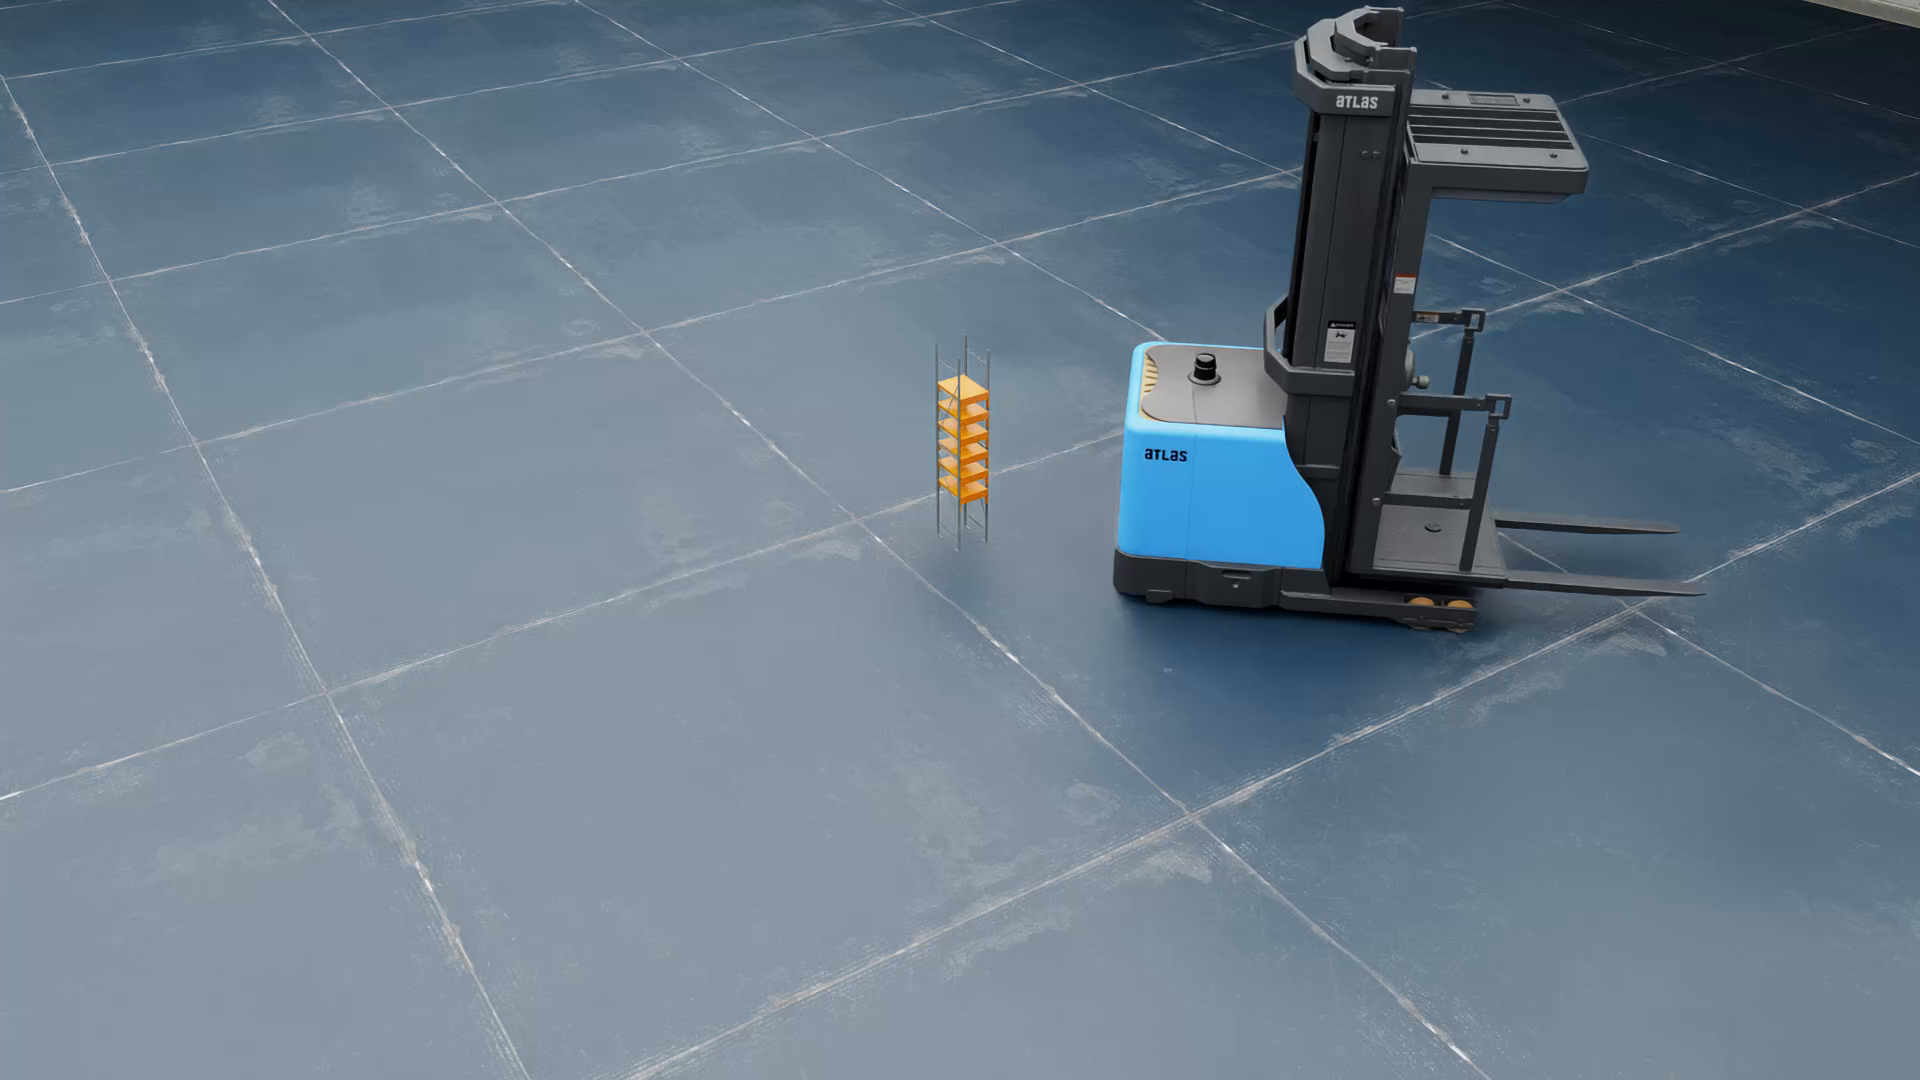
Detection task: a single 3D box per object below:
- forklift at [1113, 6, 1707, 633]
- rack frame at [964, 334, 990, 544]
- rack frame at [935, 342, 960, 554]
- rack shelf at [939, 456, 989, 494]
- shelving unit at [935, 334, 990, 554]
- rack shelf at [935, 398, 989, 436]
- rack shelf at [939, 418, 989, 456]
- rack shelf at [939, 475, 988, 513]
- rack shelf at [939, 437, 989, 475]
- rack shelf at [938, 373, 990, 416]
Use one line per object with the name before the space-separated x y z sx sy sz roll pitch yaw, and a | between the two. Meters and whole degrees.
forklift | 2.374 -1.064 8.311 3.031 2.935 1.130 4 32 7
rack frame | 0.089 -0.538 9.100 0.006 1.200 0.240 -19 37 -27
rack frame | -0.065 -0.485 9.016 0.006 1.200 0.240 -19 37 -27
rack shelf | 0.012 -0.373 9.146 0.180 0.103 0.258 -19 37 -27
shelving unit | 0.012 -0.512 9.058 0.189 1.200 0.258 -19 37 -27
rack shelf | 0.012 -0.677 8.954 0.180 0.103 0.258 -19 37 -27
rack shelf | 0.012 -0.576 9.018 0.180 0.103 0.258 -19 37 -27
rack shelf | 0.012 -0.271 9.210 0.180 0.103 0.258 -19 37 -27
rack shelf | 0.012 -0.474 9.082 0.180 0.103 0.258 -19 37 -27
rack shelf | 0.012 -0.779 8.890 0.180 0.103 0.258 -19 37 -27
